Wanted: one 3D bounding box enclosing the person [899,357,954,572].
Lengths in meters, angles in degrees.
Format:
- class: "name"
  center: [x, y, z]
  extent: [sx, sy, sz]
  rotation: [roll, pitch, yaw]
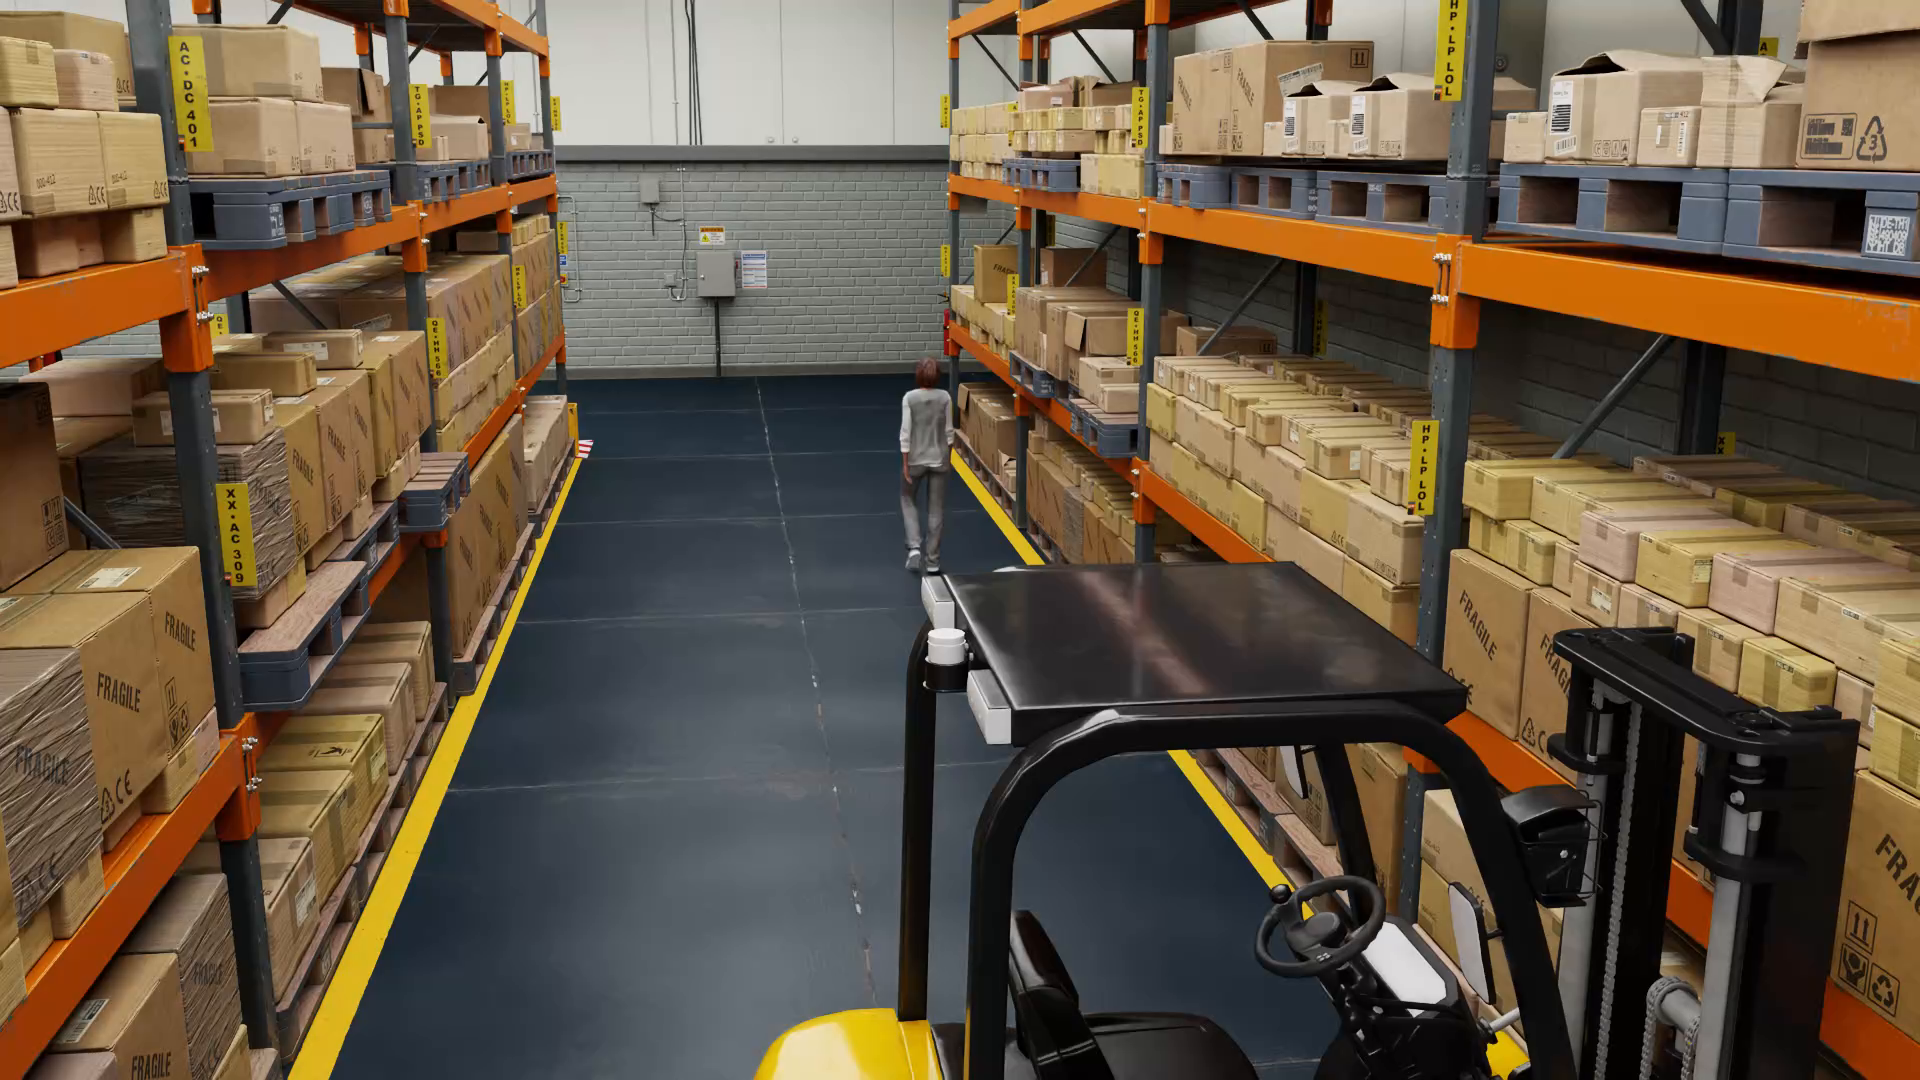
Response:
- class: "person"
  center: [-0.247, -0.545, 12.271]
  extent: [0.412, 1.629, 0.446]
  rotation: [-1, 13, -6]
